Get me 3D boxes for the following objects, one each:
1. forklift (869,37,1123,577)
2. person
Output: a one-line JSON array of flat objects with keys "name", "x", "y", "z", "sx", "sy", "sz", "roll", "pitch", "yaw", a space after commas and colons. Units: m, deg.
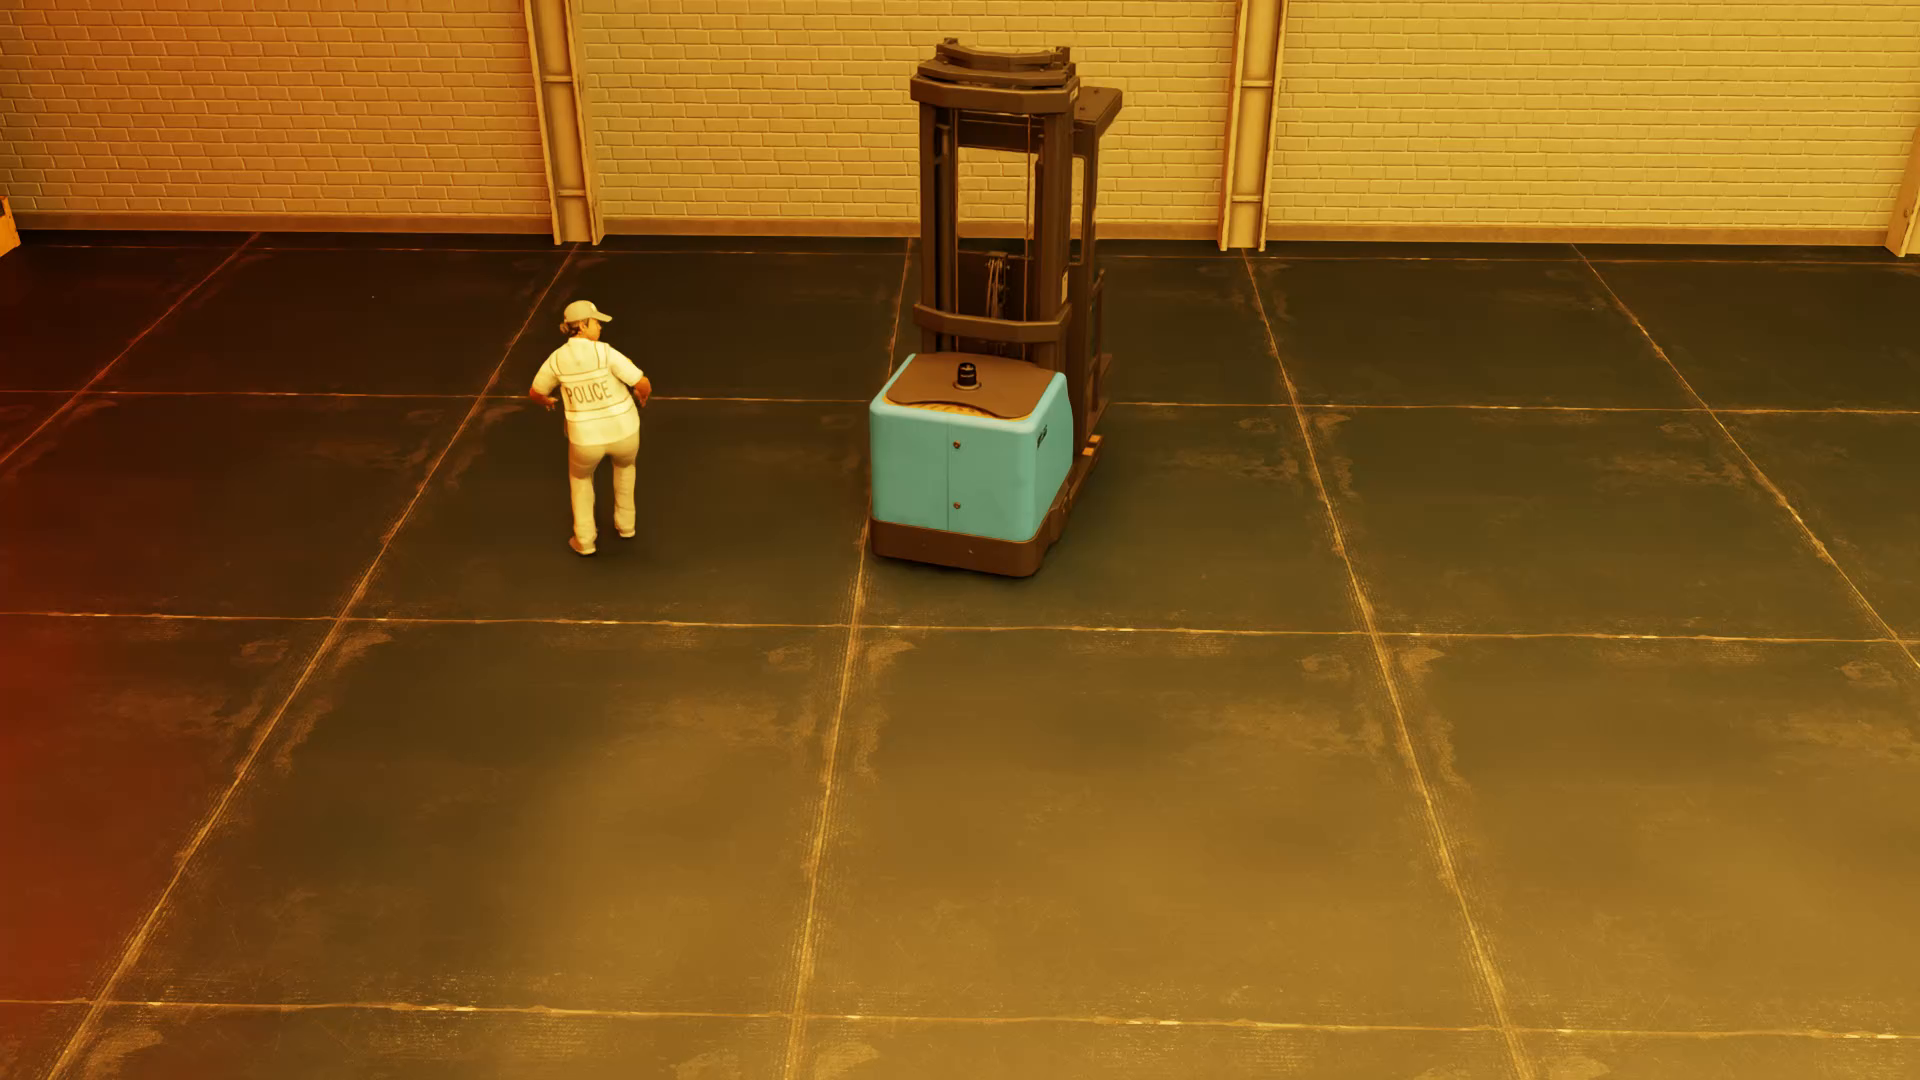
[{"name": "forklift", "x": 0.369, "y": -1.777, "z": 10.629, "sx": 1.130, "sy": 2.935, "sz": 3.031, "roll": 9, "pitch": 32, "yaw": 15}, {"name": "person", "x": -2.226, "y": -0.687, "z": 10.136, "sx": 0.719, "sy": 1.622, "sz": 0.630, "roll": -6, "pitch": 31, "yaw": -9}]
